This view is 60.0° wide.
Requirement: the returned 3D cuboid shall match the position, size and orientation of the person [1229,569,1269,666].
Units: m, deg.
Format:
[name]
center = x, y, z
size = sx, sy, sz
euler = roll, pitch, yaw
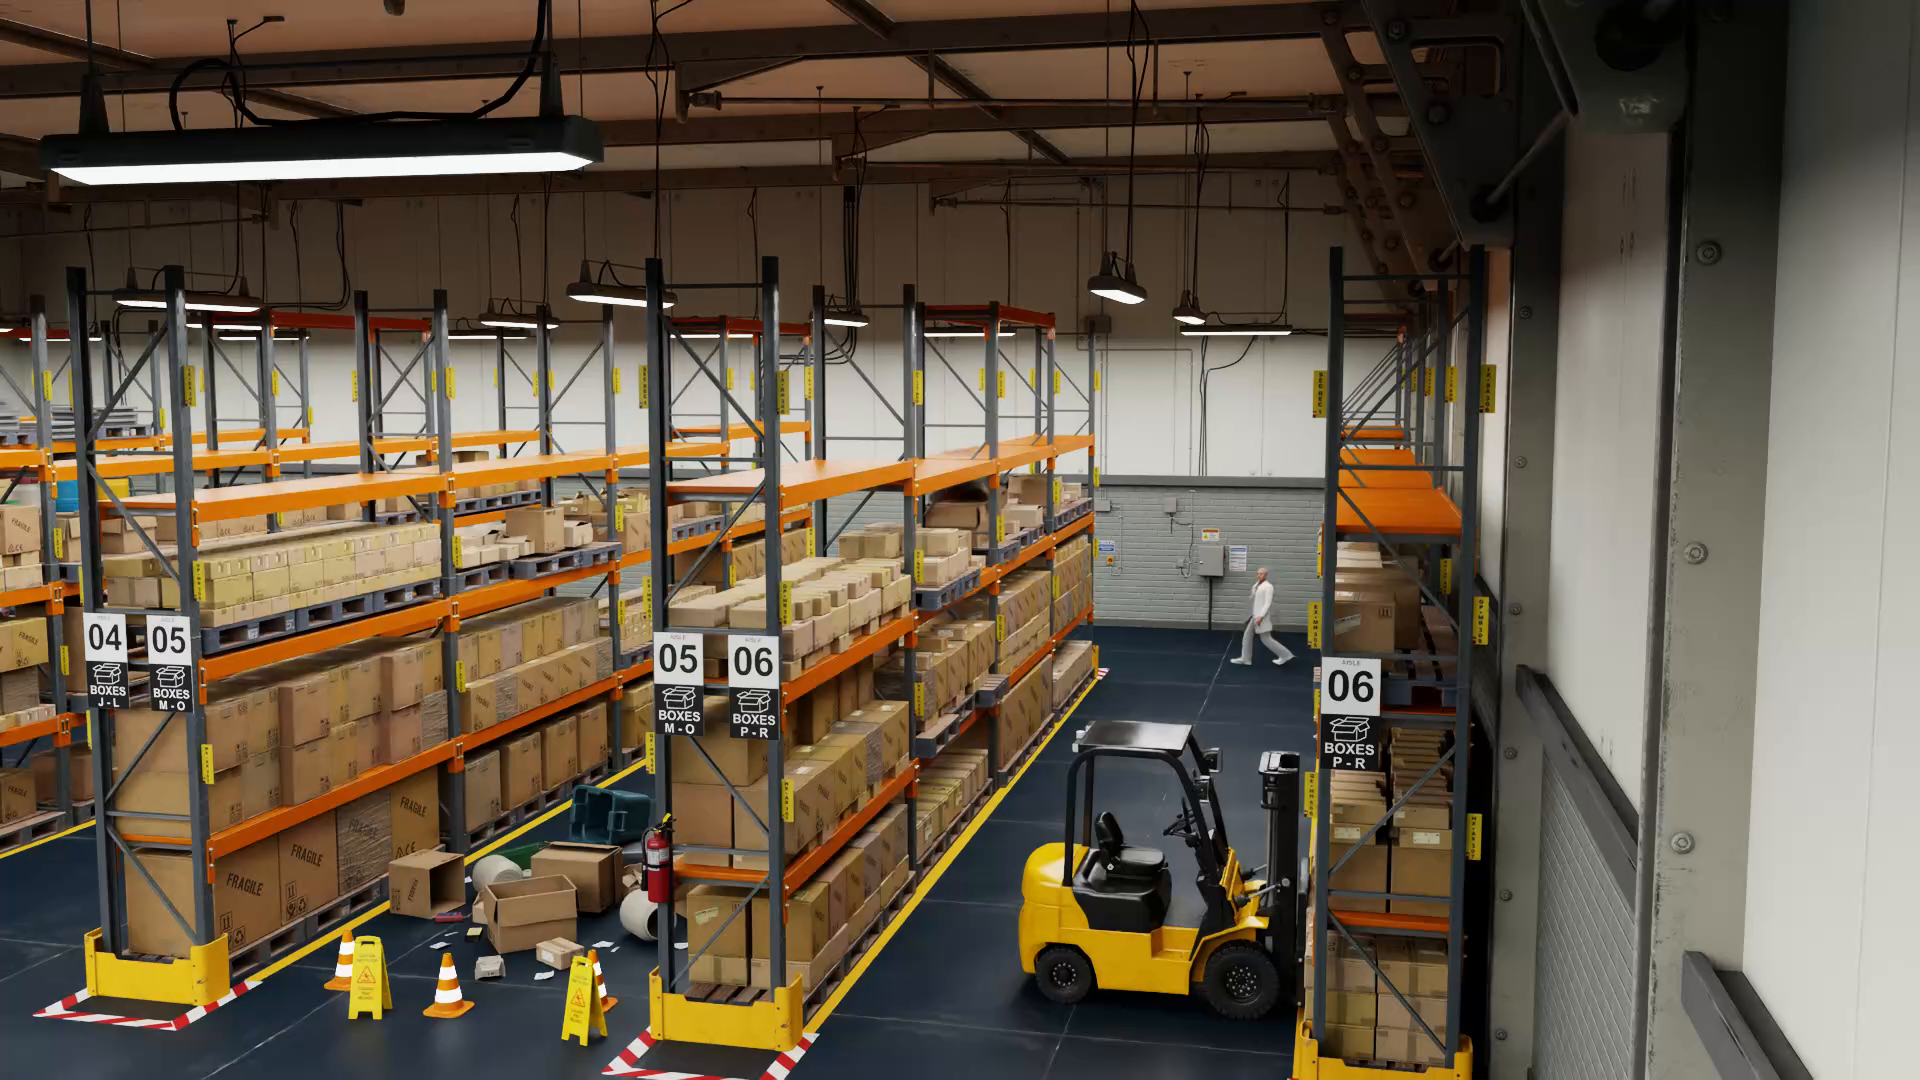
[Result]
[person]
center = 5.090, 1.362, 29.217
size = 0.702, 1.727, 0.612
euler = 1, 6, 9
